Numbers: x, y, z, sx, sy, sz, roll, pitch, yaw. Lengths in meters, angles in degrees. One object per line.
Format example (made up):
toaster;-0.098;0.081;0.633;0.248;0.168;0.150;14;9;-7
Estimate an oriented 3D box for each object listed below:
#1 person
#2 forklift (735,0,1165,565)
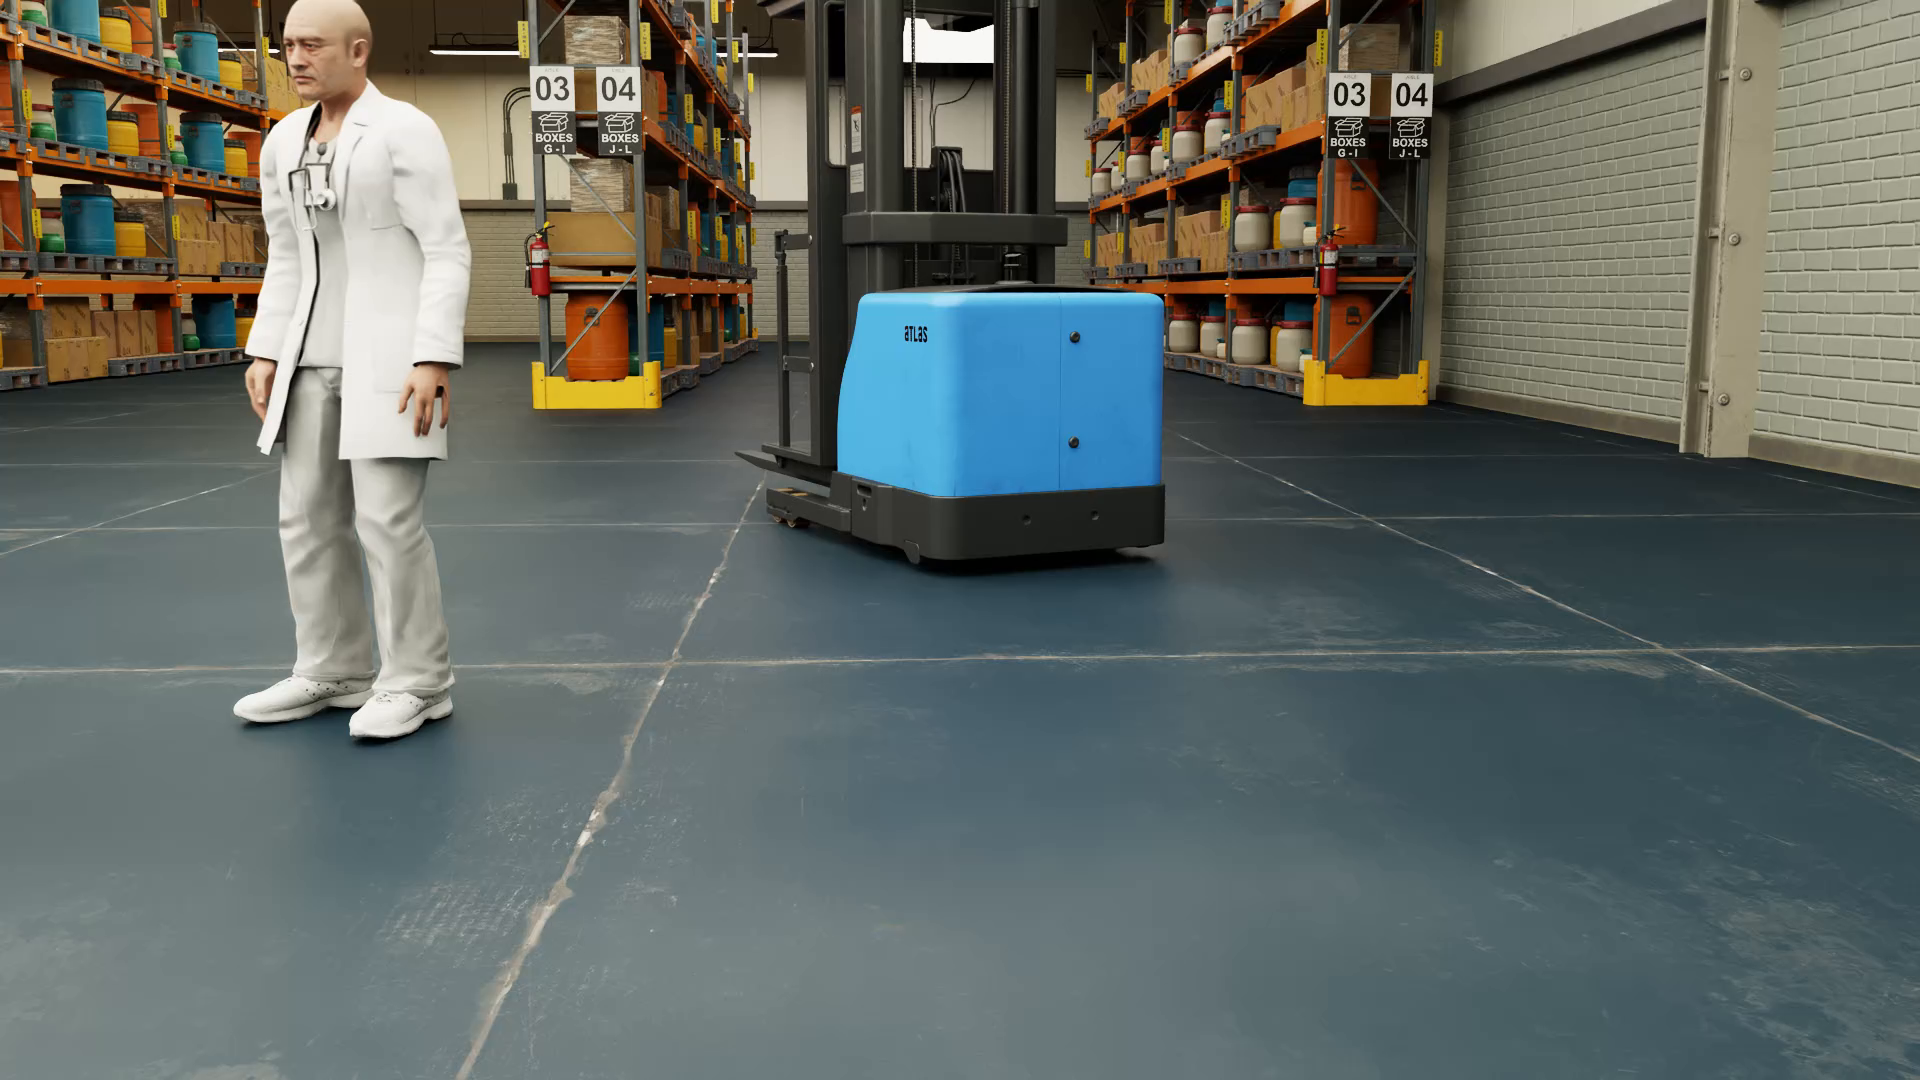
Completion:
person;-1.485;-0.419;4.092;0.655;1.774;0.422;4;9;25
forklift;-0.264;-1.530;7.637;1.130;2.935;3.031;-4;9;-25
